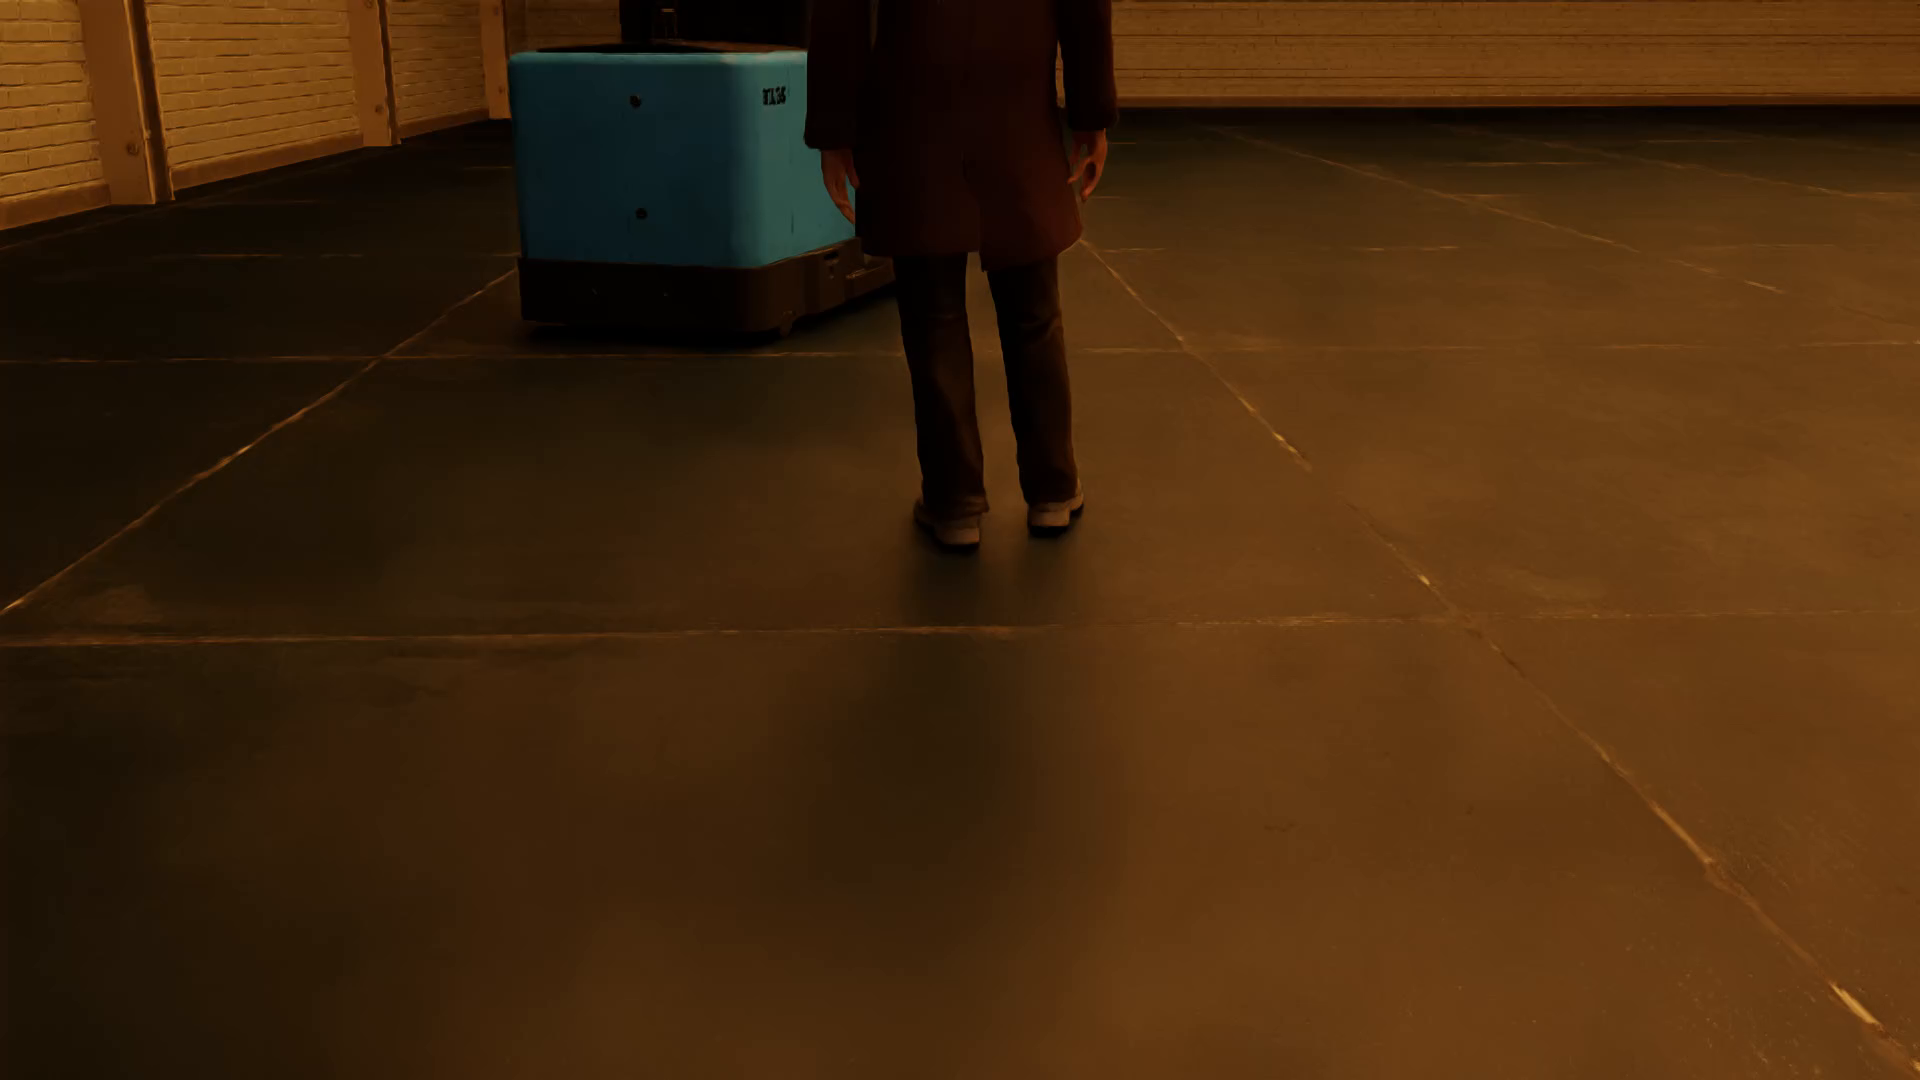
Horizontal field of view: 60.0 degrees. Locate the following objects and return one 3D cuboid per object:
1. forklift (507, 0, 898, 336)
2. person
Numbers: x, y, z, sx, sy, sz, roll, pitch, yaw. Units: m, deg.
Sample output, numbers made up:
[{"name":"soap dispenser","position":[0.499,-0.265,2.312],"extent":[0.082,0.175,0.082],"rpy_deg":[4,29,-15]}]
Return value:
[{"name":"forklift","position":[-0.799,-2.567,7.300],"extent":[1.130,2.935,3.031],"rpy_deg":[5,18,16]},{"name":"person","position":[0.000,-0.884,3.743],"extent":[0.694,1.776,0.580],"rpy_deg":[-1,17,-3]}]
